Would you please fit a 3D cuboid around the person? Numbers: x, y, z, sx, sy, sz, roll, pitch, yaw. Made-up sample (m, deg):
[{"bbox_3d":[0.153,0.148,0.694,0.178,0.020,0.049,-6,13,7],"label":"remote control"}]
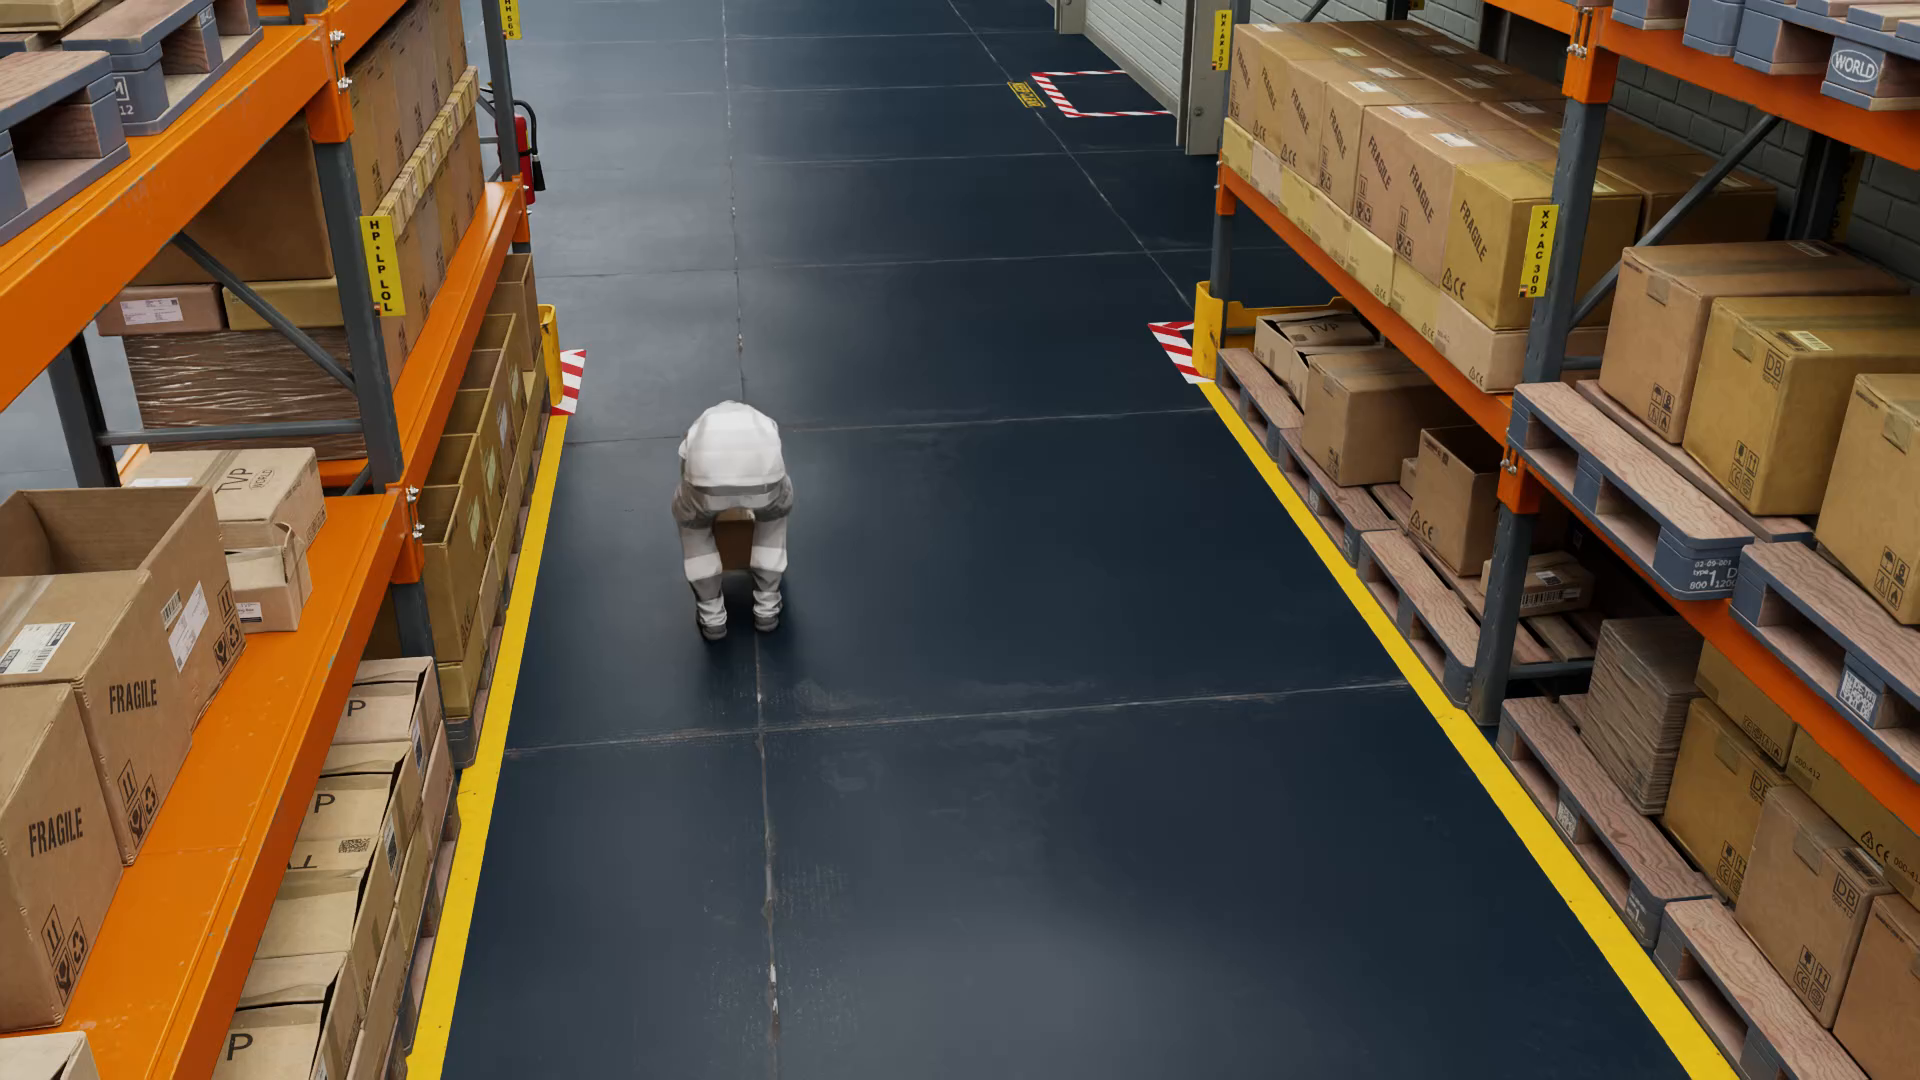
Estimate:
[{"bbox_3d":[-0.995,-0.158,7.255,0.523,1.010,0.953,-5,27,-10],"label":"person"}]
